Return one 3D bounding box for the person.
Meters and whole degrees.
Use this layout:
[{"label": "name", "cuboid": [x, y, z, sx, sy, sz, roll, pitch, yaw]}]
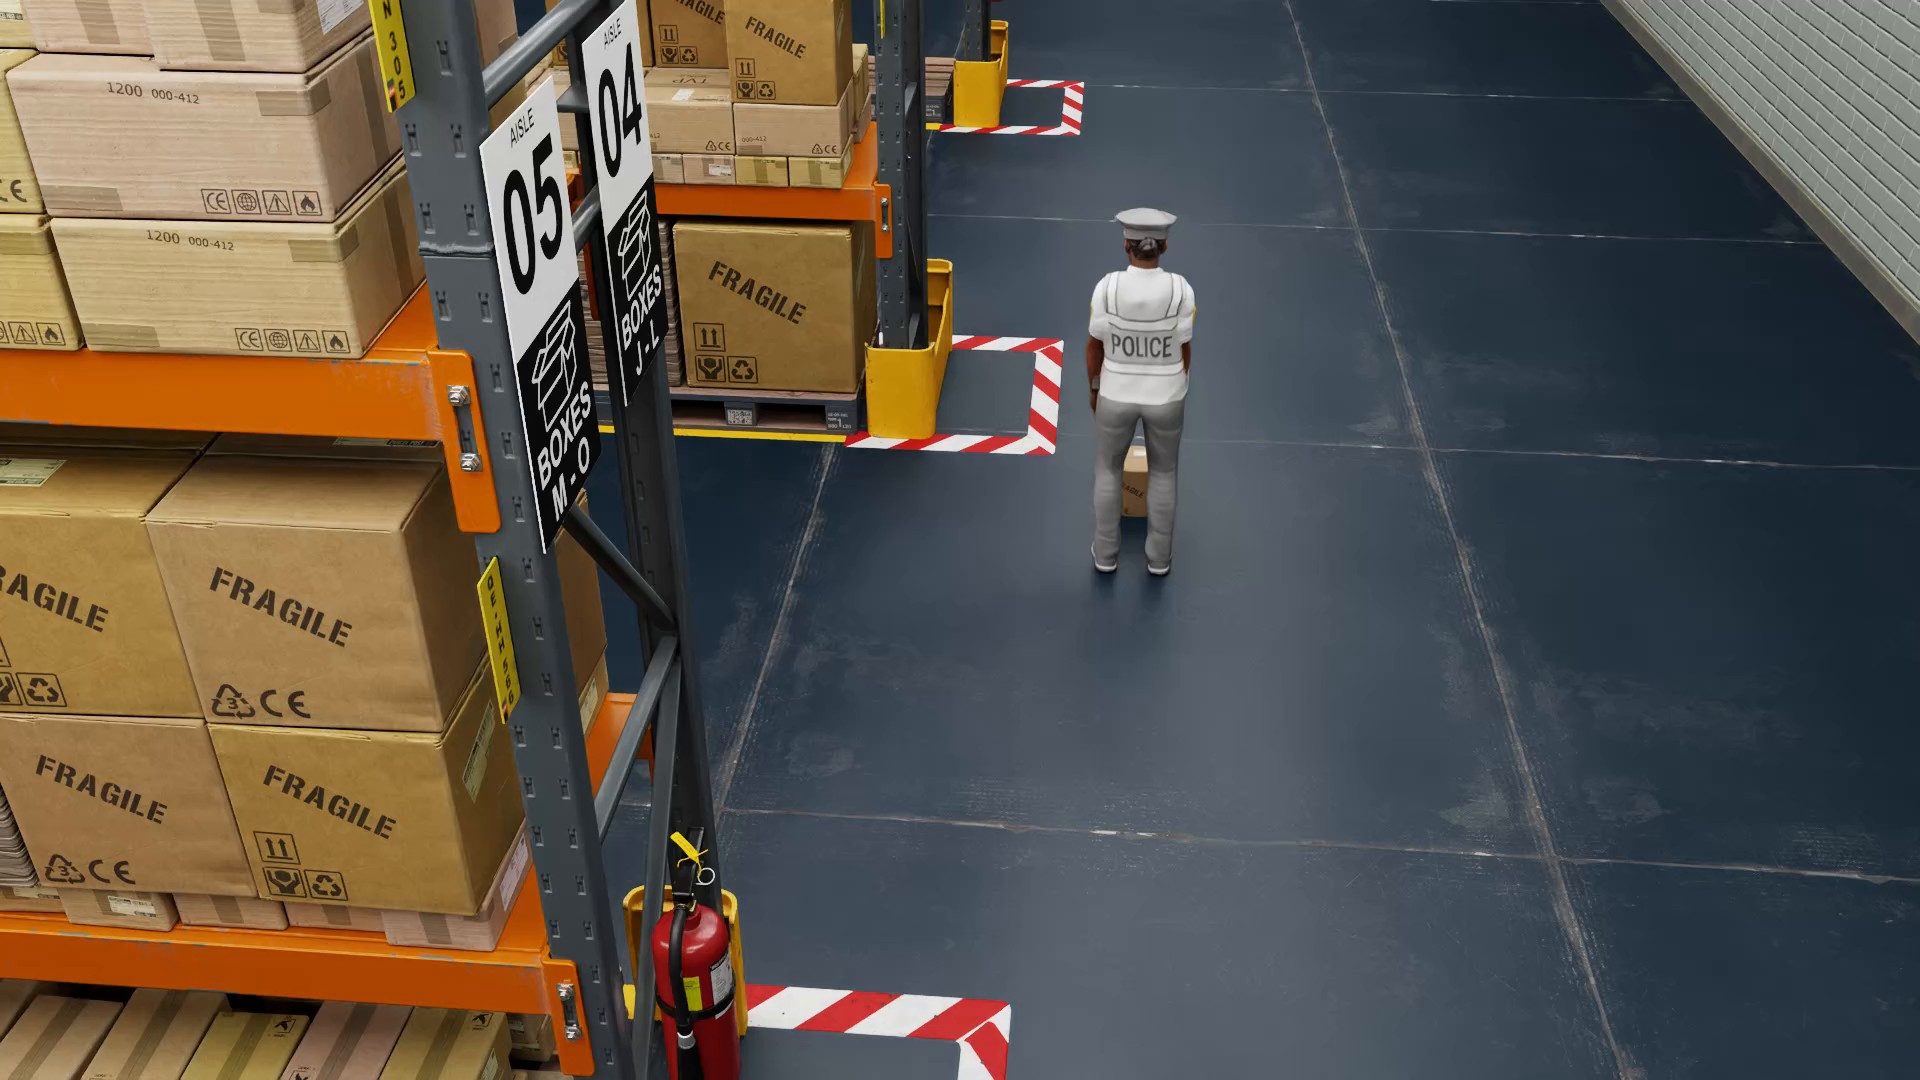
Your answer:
[{"label": "person", "cuboid": [0.753, -0.606, 7.121, 0.443, 1.651, 0.351, 3, 32, 5]}]
